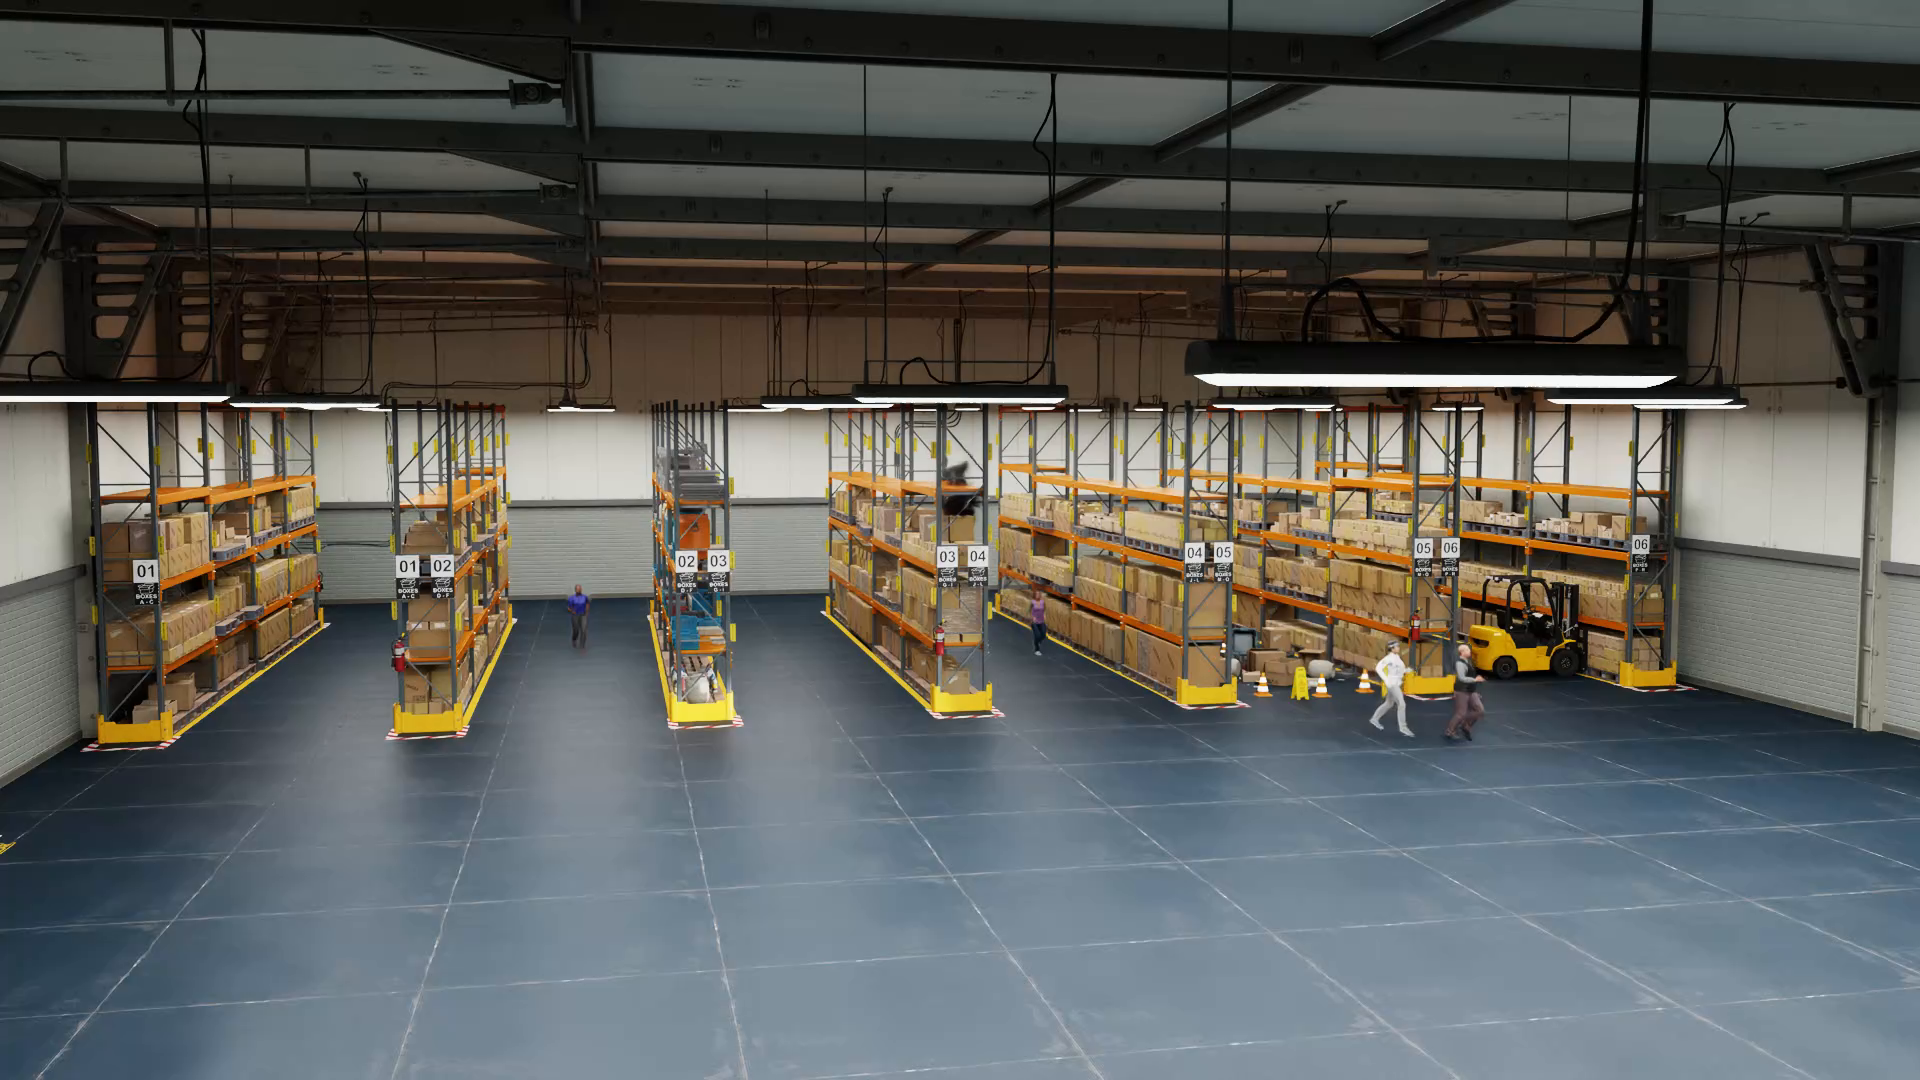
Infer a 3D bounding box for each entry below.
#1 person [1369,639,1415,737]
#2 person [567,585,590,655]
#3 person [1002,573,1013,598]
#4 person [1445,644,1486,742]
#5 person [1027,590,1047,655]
[{"bbox_3d":[7.752,2.622,29.729,0.828,1.725,0.593,2,5,28],"label":"person"},{"bbox_3d":[-9.178,1.897,40.054,0.579,1.659,0.859,-2,5,-24],"label":"person"},{"bbox_3d":[1.408,1.106,49.970,0.682,1.708,0.831,0,4,-6],"label":"person"},{"bbox_3d":[8.838,2.680,29.032,0.692,1.723,0.629,3,5,35],"label":"person"},{"bbox_3d":[1.848,1.966,39.537,0.512,1.554,0.530,-1,4,-14],"label":"person"}]
